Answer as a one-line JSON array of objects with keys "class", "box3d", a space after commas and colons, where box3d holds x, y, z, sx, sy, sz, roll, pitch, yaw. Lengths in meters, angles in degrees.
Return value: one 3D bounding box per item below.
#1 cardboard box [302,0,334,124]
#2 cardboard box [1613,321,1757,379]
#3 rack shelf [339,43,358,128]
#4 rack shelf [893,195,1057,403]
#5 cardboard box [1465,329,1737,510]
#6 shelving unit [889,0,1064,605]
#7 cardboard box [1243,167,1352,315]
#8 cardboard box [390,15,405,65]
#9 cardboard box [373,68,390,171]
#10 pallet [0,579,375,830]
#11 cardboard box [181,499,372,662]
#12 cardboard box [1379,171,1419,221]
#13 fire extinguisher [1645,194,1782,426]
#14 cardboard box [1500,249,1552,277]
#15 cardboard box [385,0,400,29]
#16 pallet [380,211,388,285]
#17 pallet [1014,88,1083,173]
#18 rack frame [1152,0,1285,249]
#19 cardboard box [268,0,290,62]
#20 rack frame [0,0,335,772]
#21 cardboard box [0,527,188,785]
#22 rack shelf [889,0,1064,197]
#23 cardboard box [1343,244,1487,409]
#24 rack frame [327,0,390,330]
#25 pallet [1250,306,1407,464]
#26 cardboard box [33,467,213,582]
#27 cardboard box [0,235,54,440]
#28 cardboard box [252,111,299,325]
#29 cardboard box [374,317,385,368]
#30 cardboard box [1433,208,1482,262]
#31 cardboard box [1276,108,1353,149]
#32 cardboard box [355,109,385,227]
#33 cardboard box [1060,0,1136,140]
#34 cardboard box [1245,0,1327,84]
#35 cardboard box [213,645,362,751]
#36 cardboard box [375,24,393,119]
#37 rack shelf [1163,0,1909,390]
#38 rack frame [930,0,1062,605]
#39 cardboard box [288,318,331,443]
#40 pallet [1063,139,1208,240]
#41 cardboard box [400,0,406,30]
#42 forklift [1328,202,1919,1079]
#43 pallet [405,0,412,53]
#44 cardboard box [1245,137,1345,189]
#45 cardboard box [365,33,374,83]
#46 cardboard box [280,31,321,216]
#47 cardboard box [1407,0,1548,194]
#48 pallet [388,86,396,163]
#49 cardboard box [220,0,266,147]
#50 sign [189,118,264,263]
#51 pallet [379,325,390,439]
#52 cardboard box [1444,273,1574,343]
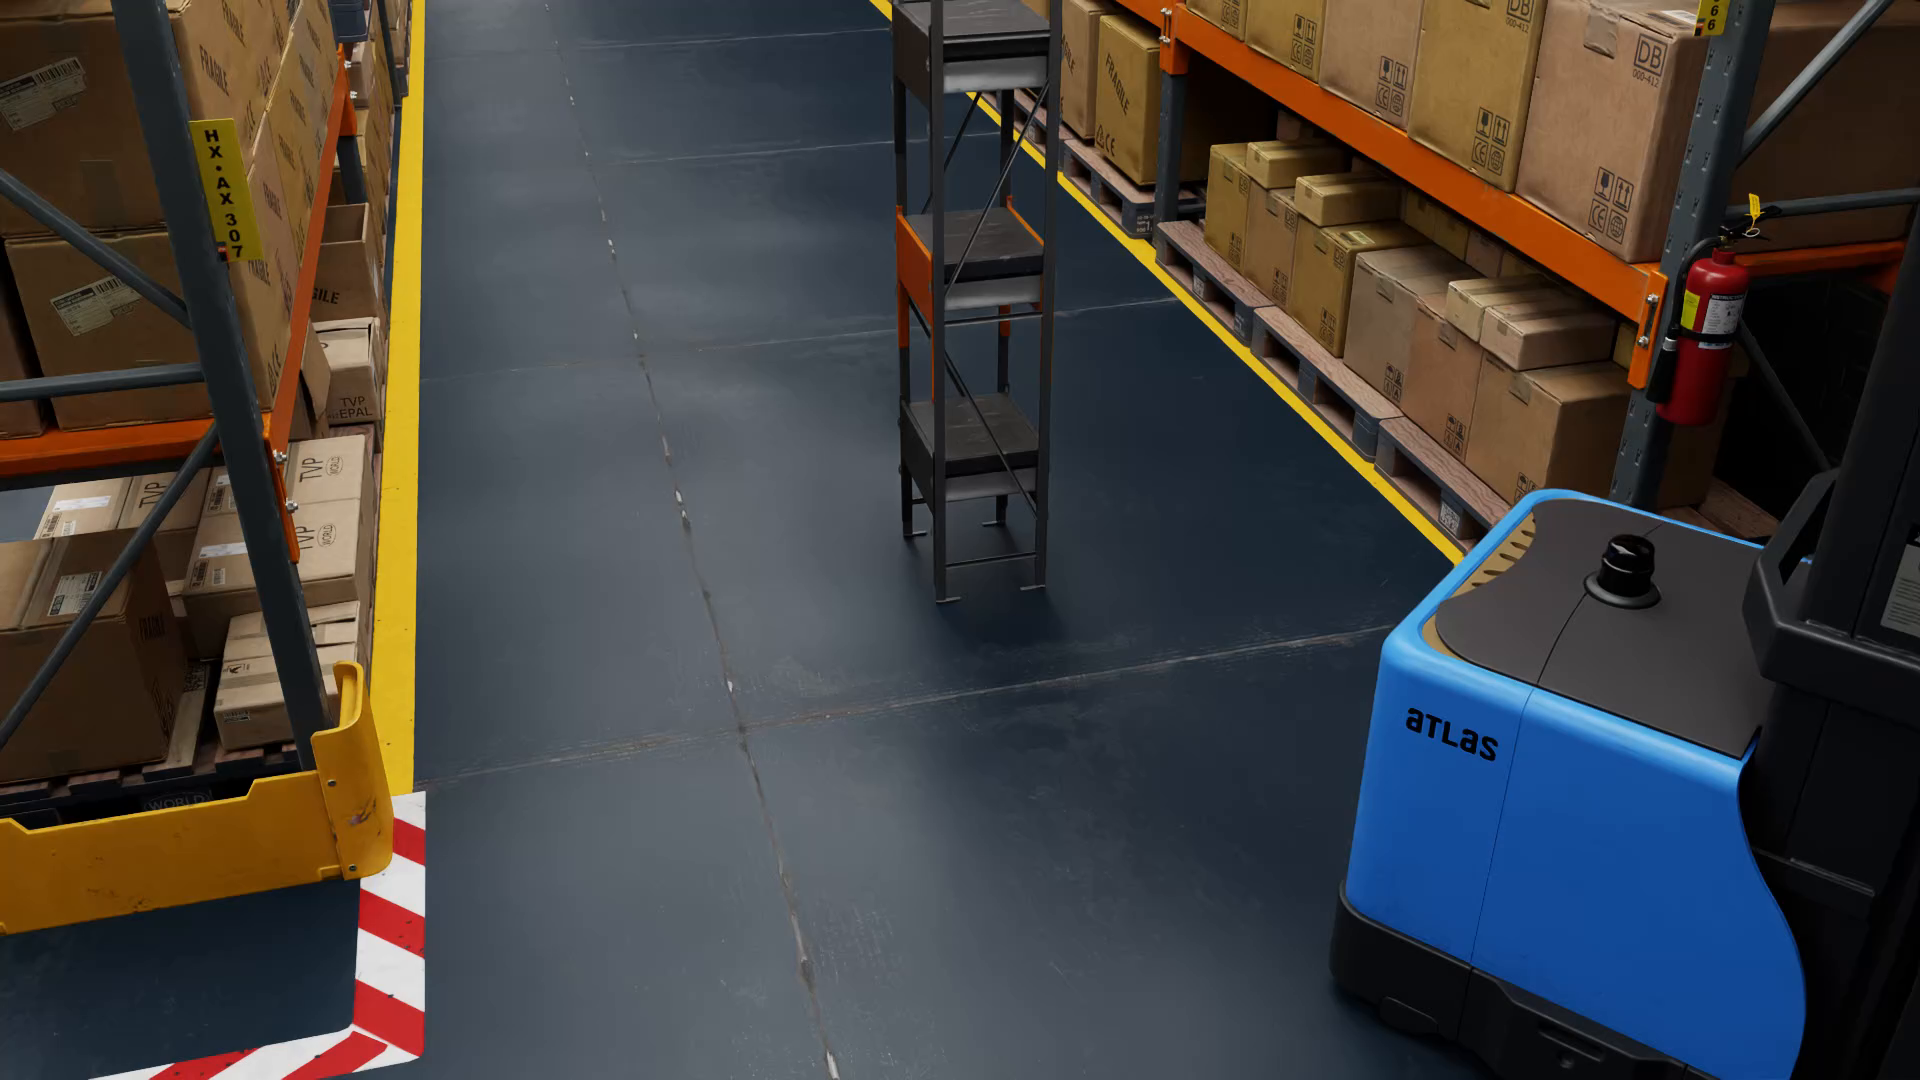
[{"class": "cardboard box", "box3d": [-2.721, -1.856, 6.363, 0.500, 0.500, 0.500, -7, 31, -12]}, {"class": "cardboard box", "box3d": [2.541, -0.669, 5.841, 0.380, 0.149, 0.250, -8, 31, -13]}, {"class": "rack shelf", "box3d": [-3.770, -2.924, 9.025, 1.077, 0.370, 4.000, -8, 31, -13]}, {"class": "rack shelf", "box3d": [0.044, -0.817, 5.593, 0.431, 0.518, 0.480, -8, 31, -13]}, {"class": "cardboard box", "box3d": [2.315, -0.422, 6.062, 0.700, 0.500, 0.500, -8, 31, -13]}, {"class": "shelving unit", "box3d": [0.044, -0.829, 5.586, 0.431, 2.100, 0.503, -8, 31, -13]}, {"class": "cardboard box", "box3d": [1.766, -1.412, 7.771, 0.700, 0.500, 0.500, -8, 31, -14]}, {"class": "cardboard box", "box3d": [-4.157, -3.485, 11.602, 0.500, 0.250, 0.500, -8, 31, -13]}, {"class": "cardboard box", "box3d": [-3.544, -2.387, 9.435, 0.500, 0.500, 0.500, -9, 31, -15]}, {"class": "pallet", "box3d": [-2.410, 0.448, 5.266, 1.003, 0.211, 1.213, -8, 31, -13]}, {"class": "cardboard box", "box3d": [-2.181, 0.120, 5.353, 0.500, 0.250, 0.500, -8, 31, -13]}, {"class": "cardboard box", "box3d": [2.067, -1.528, 7.325, 0.380, 0.149, 0.250, -8, 31, -13]}, {"class": "fire extinguisher", "box3d": [2.193, -0.669, 4.860, 0.296, 0.674, 0.183, -8, 31, -13]}, {"class": "cardboard box", "box3d": [2.340, -1.035, 6.472, 0.380, 0.149, 0.250, -8, 31, -13]}, {"class": "cardboard box", "box3d": [-4.157, -3.728, 11.462, 0.500, 0.311, 0.500, -7, 31, -12]}, {"class": "pallet", "box3d": [-3.491, -1.450, 8.545, 1.003, 0.211, 1.213, -8, 31, -13]}, {"class": "pallet", "box3d": [0.931, -2.676, 10.662, 1.003, 0.211, 1.213, -8, 31, -13]}, {"class": "rack frame", "box3d": [1.536, -2.930, 8.317, 1.000, 3.000, 0.127, -8, 31, -13]}, {"class": "cardboard box", "box3d": [-2.451, -1.802, 5.271, 0.500, 0.500, 0.500, -8, 31, -14]}, {"class": "rack frame", "box3d": [-2.177, -0.337, 3.838, 1.000, 3.000, 0.127, -8, 31, -13]}, {"class": "cardboard box", "box3d": [-2.559, 0.324, 4.752, 0.500, 0.500, 0.500, -8, 31, -13]}, {"class": "rack shelf", "box3d": [0.044, -1.423, 5.242, 0.431, 0.518, 0.480, -8, 31, -13]}, {"class": "cardboard box", "box3d": [2.048, -0.907, 6.899, 0.700, 0.500, 0.500, -9, 31, -15]}, {"class": "rack frame", "box3d": [-3.239, -2.269, 7.176, 1.000, 3.000, 0.127, -8, 31, -13]}, {"class": "pallet", "box3d": [1.990, -0.755, 7.343, 1.003, 0.211, 1.213, -8, 31, -13]}, {"class": "cardboard box", "box3d": [-2.782, -0.030, 5.614, 0.500, 0.250, 0.500, -8, 31, -13]}, {"class": "cardboard box", "box3d": [-2.559, -0.561, 4.125, 0.500, 0.500, 0.500, -7, 31, -12]}, {"class": "cardboard box", "box3d": [-2.183, -0.878, 4.674, 0.500, 0.500, 0.500, -8, 31, -14]}, {"class": "cardboard box", "box3d": [-2.657, -0.815, 7.071, 0.380, 0.149, 0.250, -8, 31, -13]}, {"class": "cardboard box", "box3d": [2.203, -1.282, 6.898, 0.380, 0.149, 0.250, -8, 31, -13]}, {"class": "cardboard box", "box3d": [1.789, -2.032, 8.195, 0.380, 0.149, 0.250, -8, 31, -14]}, {"class": "cardboard box", "box3d": [-3.285, -1.900, 8.594, 0.500, 0.500, 0.500, -7, 31, -13]}, {"class": "cardboard box", "box3d": [0.999, -2.907, 10.004, 0.750, 0.750, 0.750, -7, 31, -12]}, {"class": "cardboard box", "box3d": [1.853, -2.442, 7.175, 0.980, 0.700, 0.700, -9, 31, -15]}, {"class": "cardboard box", "box3d": [-1.957, 0.458, 4.871, 0.380, 0.149, 0.250, -8, 31, -13]}, {"class": "cardboard box", "box3d": [-3.826, -2.889, 10.303, 0.500, 0.500, 0.500, -7, 31, -11]}, {"class": "rack shelf", "box3d": [2.067, -1.652, 6.829, 1.077, 0.370, 4.000, -8, 31, -13]}, {"class": "rack frame", "box3d": [0.109, -0.711, 5.382, 0.400, 2.100, 0.015, -8, 31, -13]}, {"class": "cardboard box", "box3d": [-2.735, -0.473, 6.125, 0.797, 0.503, 0.637, -8, 31, -13]}, {"class": "pallet", "box3d": [1.258, -2.085, 9.642, 1.003, 0.211, 1.213, -8, 31, -13]}, {"class": "cardboard box", "box3d": [-4.435, -3.978, 12.454, 0.500, 0.250, 0.500, -9, 31, -15]}, {"class": "forklift", "box3d": [2.418, 0.142, 3.078, 3.031, 2.935, 1.130, 21, 36, 32]}, {"class": "pallet", "box3d": [-4.802, -3.985, 12.924, 1.003, 0.211, 1.213, -8, 31, -13]}, {"class": "cardboard box", "box3d": [1.551, -1.746, 7.700, 0.380, 0.149, 0.250, -7, 31, -12]}, {"class": "cardboard box", "box3d": [-3.532, -2.694, 9.217, 0.500, 0.250, 0.500, -8, 31, -14]}, {"class": "cardboard box", "box3d": [-2.444, -1.363, 5.510, 0.500, 0.500, 0.500, -7, 31, -13]}, {"class": "cardboard box", "box3d": [2.249, -1.722, 5.932, 0.980, 0.700, 0.700, -8, 31, -14]}, {"class": "pallet", "box3d": [-4.139, -2.629, 10.581, 1.003, 0.211, 1.213, -8, 31, -13]}, {"class": "cardboard box", "box3d": [-2.187, -1.314, 4.428, 0.500, 0.500, 0.500, -8, 31, -13]}, {"class": "sign", "box3d": [-1.654, -0.784, 3.746, 0.100, 0.325, 0.005, -8, 31, -13]}, {"class": "pallet", "box3d": [-3.058, -0.730, 7.302, 1.003, 0.211, 1.213, -8, 31, -13]}, {"class": "cardboard box", "box3d": [2.037, -0.864, 6.178, 0.380, 0.149, 0.250, -7, 31, -12]}]
